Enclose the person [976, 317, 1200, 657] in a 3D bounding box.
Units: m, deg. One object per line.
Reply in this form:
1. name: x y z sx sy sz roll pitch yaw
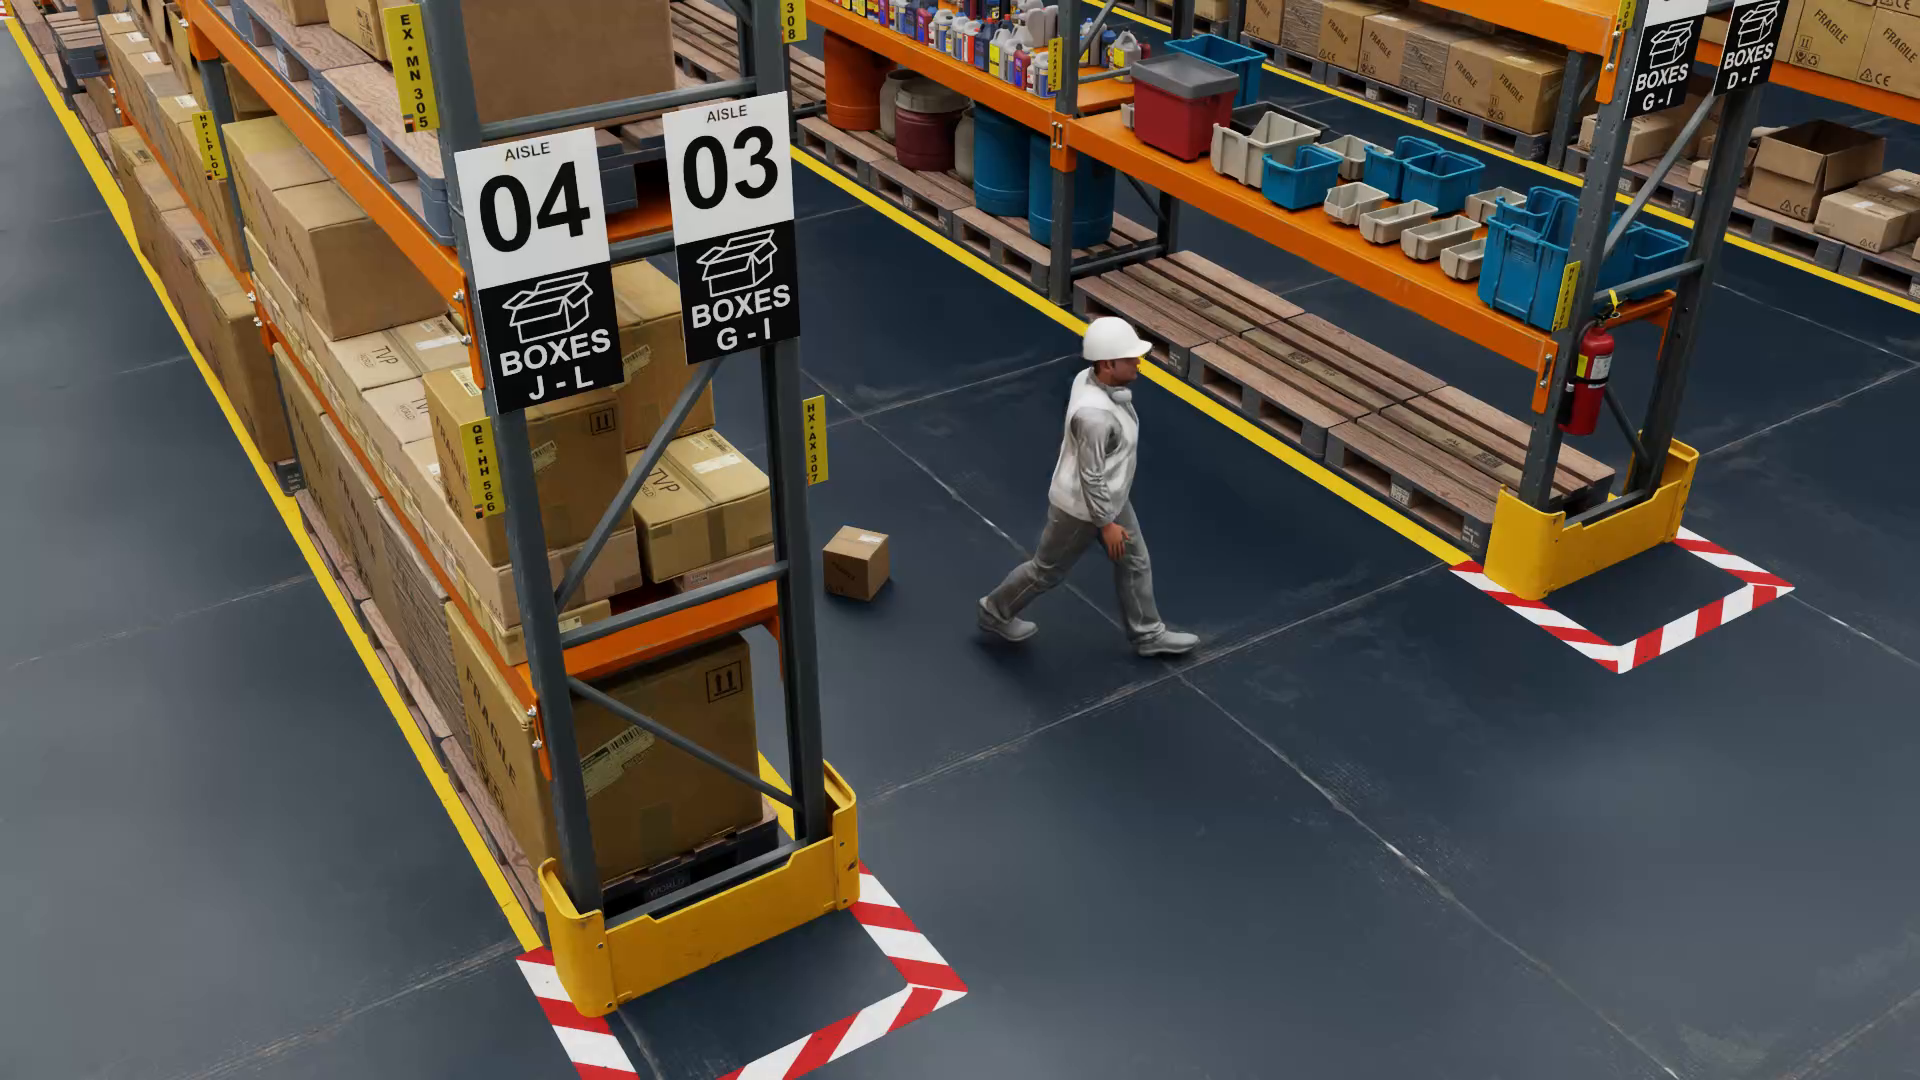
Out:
1. person: 0.591 -0.196 7.444 1.056 1.724 0.561 9 33 14
